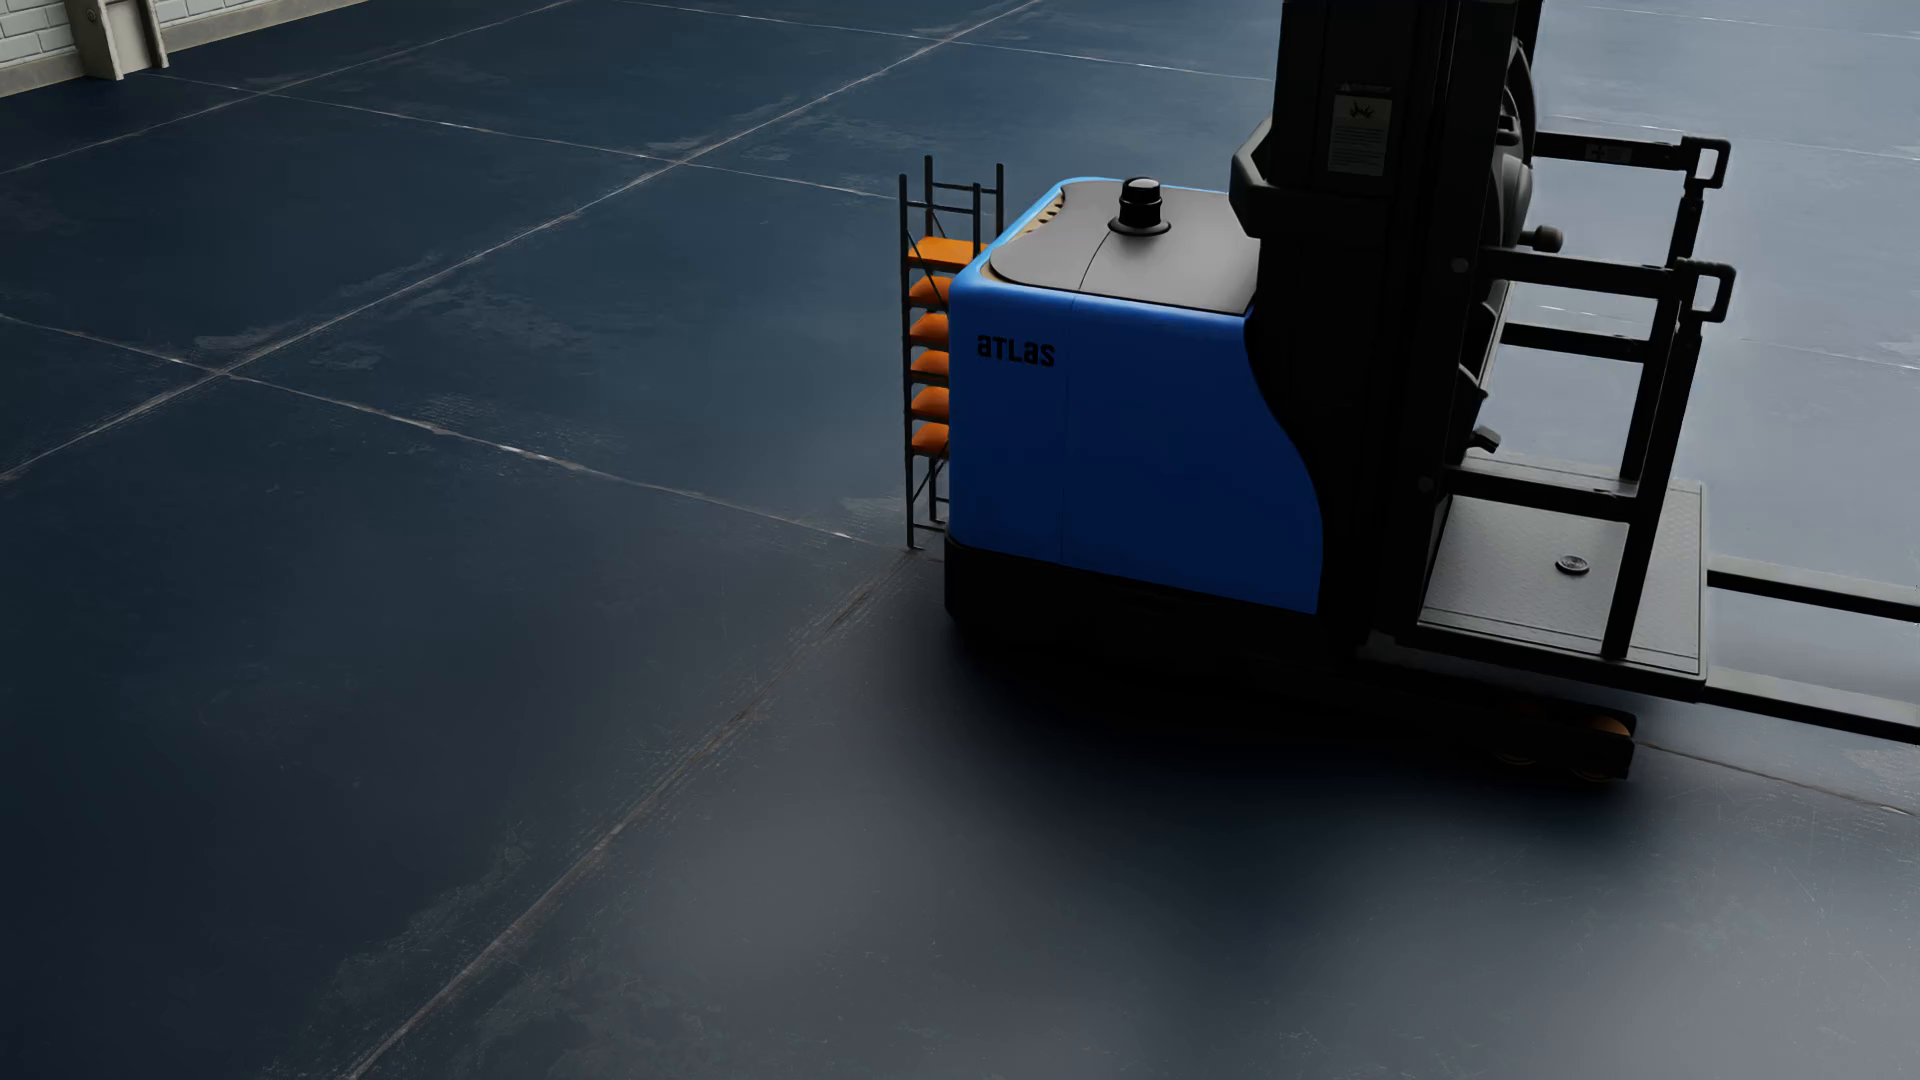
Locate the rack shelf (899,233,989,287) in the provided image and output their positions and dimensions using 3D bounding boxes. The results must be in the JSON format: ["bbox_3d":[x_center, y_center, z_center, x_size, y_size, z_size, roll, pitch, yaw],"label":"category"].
[{"bbox_3d":[-0.021,-0.790,4.787,0.258,0.103,0.180,11,32,19],"label":"rack shelf"}]

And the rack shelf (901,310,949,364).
[{"bbox_3d":[-0.021,-0.583,4.907,0.258,0.103,0.180,11,32,19],"label":"rack shelf"}]

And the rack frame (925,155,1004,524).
[{"bbox_3d":[0.013,-0.560,5.019,0.240,1.200,0.006,11,32,19],"label":"rack frame"}]

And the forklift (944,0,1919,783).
[{"bbox_3d":[1.526,-0.962,3.981,3.031,2.935,1.130,11,32,18],"label":"forklift"}]

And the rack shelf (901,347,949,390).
[{"bbox_3d":[-0.020,-0.479,4.967,0.258,0.103,0.180,11,32,19],"label":"rack shelf"}]

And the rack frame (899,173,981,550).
[{"bbox_3d":[-0.054,-0.475,4.872,0.240,1.200,0.006,11,32,19],"label":"rack frame"}]

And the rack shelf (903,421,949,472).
[{"bbox_3d":[-0.020,-0.272,5.088,0.258,0.103,0.180,11,32,19],"label":"rack shelf"}]

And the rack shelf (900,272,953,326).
[{"bbox_3d":[-0.021,-0.687,4.847,0.258,0.103,0.180,11,32,19],"label":"rack shelf"}]

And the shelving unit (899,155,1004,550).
[{"bbox_3d":[-0.020,-0.518,4.945,0.258,1.200,0.189,11,32,19],"label":"shelving unit"}]

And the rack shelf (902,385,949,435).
[{"bbox_3d":[-0.020,-0.375,5.028,0.258,0.103,0.180,11,32,19],"label":"rack shelf"}]

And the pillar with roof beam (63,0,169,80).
[{"bbox_3d":[-1.348,-5.845,6.392,9.100,9.000,0.400,14,33,23],"label":"pillar with roof beam"}]
